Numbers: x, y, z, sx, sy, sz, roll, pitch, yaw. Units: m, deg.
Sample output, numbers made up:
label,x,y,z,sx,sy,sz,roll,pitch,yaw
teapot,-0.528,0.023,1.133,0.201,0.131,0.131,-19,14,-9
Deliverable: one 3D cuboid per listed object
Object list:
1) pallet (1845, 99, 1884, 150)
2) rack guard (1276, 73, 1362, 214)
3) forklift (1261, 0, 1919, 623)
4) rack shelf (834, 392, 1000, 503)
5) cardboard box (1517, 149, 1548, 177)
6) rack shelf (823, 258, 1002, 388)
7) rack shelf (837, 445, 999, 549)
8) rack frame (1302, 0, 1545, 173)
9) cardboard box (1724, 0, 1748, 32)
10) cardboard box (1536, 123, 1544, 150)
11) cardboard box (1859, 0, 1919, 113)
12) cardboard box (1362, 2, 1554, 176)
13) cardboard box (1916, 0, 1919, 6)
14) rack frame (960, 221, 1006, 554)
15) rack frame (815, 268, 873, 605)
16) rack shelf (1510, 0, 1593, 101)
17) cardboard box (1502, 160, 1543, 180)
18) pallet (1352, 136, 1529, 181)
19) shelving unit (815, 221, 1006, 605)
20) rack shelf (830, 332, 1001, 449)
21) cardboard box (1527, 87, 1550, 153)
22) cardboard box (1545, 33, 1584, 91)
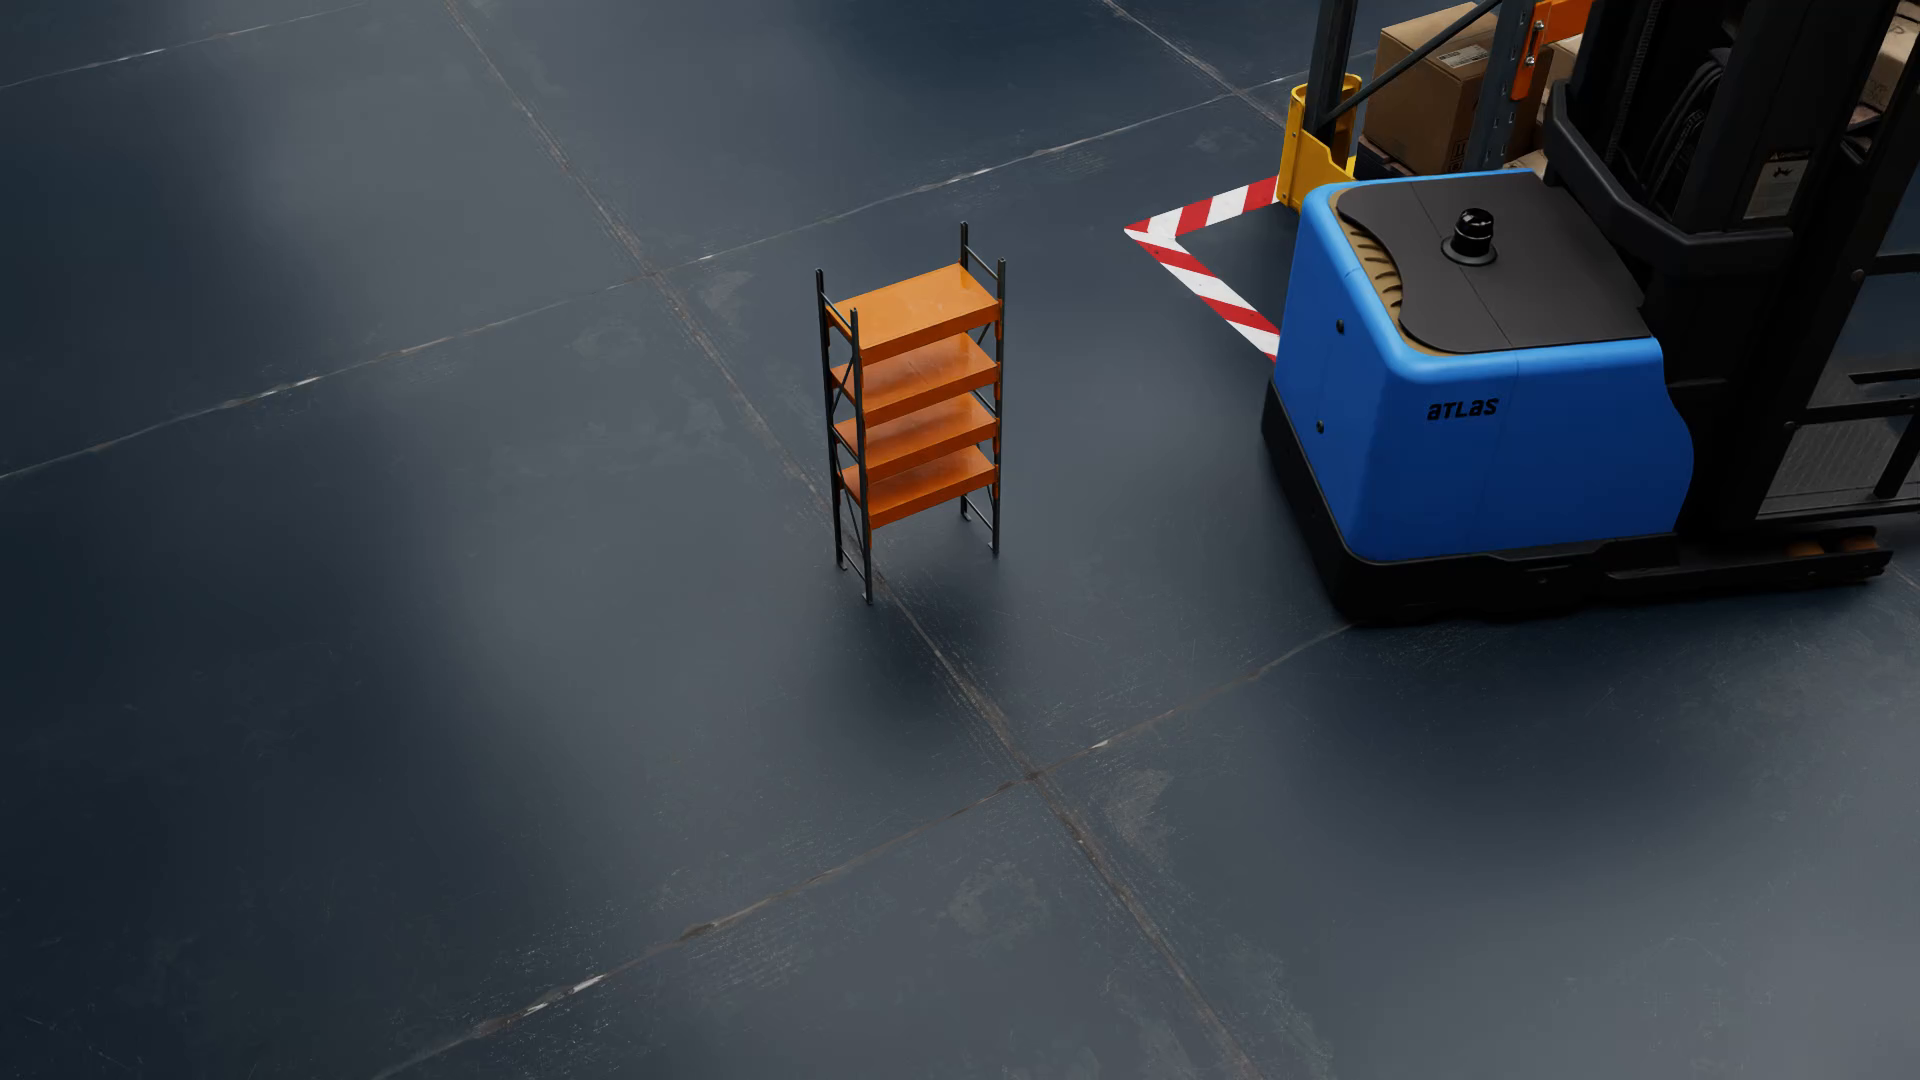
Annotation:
label,x,y,z,sx,sy,sz,roll,pitch,yaw
pallet,3.552,-2.007,7.667,1.213,0.211,1.003,-22,48,-21
rack guard,1.805,-1.413,6.847,0.348,0.500,1.175,-22,48,-21
forklift,2.657,-1.251,4.935,3.031,2.935,1.130,-6,44,-6
rack shelf,-0.144,-0.325,5.320,0.480,0.148,0.258,-22,48,-21
cardboard box,2.490,-1.450,6.808,0.250,0.166,0.380,-22,48,-21
rack shelf,-0.144,-0.655,4.999,0.480,0.148,0.258,-22,48,-21
rack shelf,-0.144,-0.182,5.458,0.480,0.148,0.258,-22,48,-21
rack frame,1.739,-2.284,5.950,0.127,3.000,1.000,-22,48,-21
cardboard box,3.580,-2.279,7.421,0.637,0.503,0.797,-22,48,-21
cardboard box,2.785,-1.646,6.951,0.500,0.250,0.500,-22,48,-21
cardboard box,4.204,-2.236,7.515,0.500,0.311,0.500,-22,48,-21
cardboard box,2.087,-1.882,7.015,0.500,0.500,0.500,-22,48,-21
cardboard box,4.854,-2.564,7.717,0.500,0.500,0.500,-22,48,-21
rack frame,0.068,-0.458,5.360,0.015,1.200,0.240,-22,48,-21
rack frame,-0.355,-0.288,5.186,0.015,1.200,0.240,-22,48,-21
rack shelf,3.473,-2.720,6.915,4.000,0.370,1.077,-22,48,-21
cardboard box,2.273,-1.357,6.725,0.250,0.149,0.380,-22,48,-21
pallet,2.495,-1.587,7.234,1.213,0.211,1.003,-22,48,-21
shelving unit,-0.144,-0.373,5.273,0.503,1.200,0.258,-22,48,-21
rack shelf,-0.144,-0.485,5.164,0.480,0.148,0.258,-22,48,-21
cardboard box,2.483,-1.849,7.220,0.250,0.166,0.380,-22,48,-21
cardboard box,2.926,-2.104,7.423,0.500,0.250,0.500,-22,48,-21
